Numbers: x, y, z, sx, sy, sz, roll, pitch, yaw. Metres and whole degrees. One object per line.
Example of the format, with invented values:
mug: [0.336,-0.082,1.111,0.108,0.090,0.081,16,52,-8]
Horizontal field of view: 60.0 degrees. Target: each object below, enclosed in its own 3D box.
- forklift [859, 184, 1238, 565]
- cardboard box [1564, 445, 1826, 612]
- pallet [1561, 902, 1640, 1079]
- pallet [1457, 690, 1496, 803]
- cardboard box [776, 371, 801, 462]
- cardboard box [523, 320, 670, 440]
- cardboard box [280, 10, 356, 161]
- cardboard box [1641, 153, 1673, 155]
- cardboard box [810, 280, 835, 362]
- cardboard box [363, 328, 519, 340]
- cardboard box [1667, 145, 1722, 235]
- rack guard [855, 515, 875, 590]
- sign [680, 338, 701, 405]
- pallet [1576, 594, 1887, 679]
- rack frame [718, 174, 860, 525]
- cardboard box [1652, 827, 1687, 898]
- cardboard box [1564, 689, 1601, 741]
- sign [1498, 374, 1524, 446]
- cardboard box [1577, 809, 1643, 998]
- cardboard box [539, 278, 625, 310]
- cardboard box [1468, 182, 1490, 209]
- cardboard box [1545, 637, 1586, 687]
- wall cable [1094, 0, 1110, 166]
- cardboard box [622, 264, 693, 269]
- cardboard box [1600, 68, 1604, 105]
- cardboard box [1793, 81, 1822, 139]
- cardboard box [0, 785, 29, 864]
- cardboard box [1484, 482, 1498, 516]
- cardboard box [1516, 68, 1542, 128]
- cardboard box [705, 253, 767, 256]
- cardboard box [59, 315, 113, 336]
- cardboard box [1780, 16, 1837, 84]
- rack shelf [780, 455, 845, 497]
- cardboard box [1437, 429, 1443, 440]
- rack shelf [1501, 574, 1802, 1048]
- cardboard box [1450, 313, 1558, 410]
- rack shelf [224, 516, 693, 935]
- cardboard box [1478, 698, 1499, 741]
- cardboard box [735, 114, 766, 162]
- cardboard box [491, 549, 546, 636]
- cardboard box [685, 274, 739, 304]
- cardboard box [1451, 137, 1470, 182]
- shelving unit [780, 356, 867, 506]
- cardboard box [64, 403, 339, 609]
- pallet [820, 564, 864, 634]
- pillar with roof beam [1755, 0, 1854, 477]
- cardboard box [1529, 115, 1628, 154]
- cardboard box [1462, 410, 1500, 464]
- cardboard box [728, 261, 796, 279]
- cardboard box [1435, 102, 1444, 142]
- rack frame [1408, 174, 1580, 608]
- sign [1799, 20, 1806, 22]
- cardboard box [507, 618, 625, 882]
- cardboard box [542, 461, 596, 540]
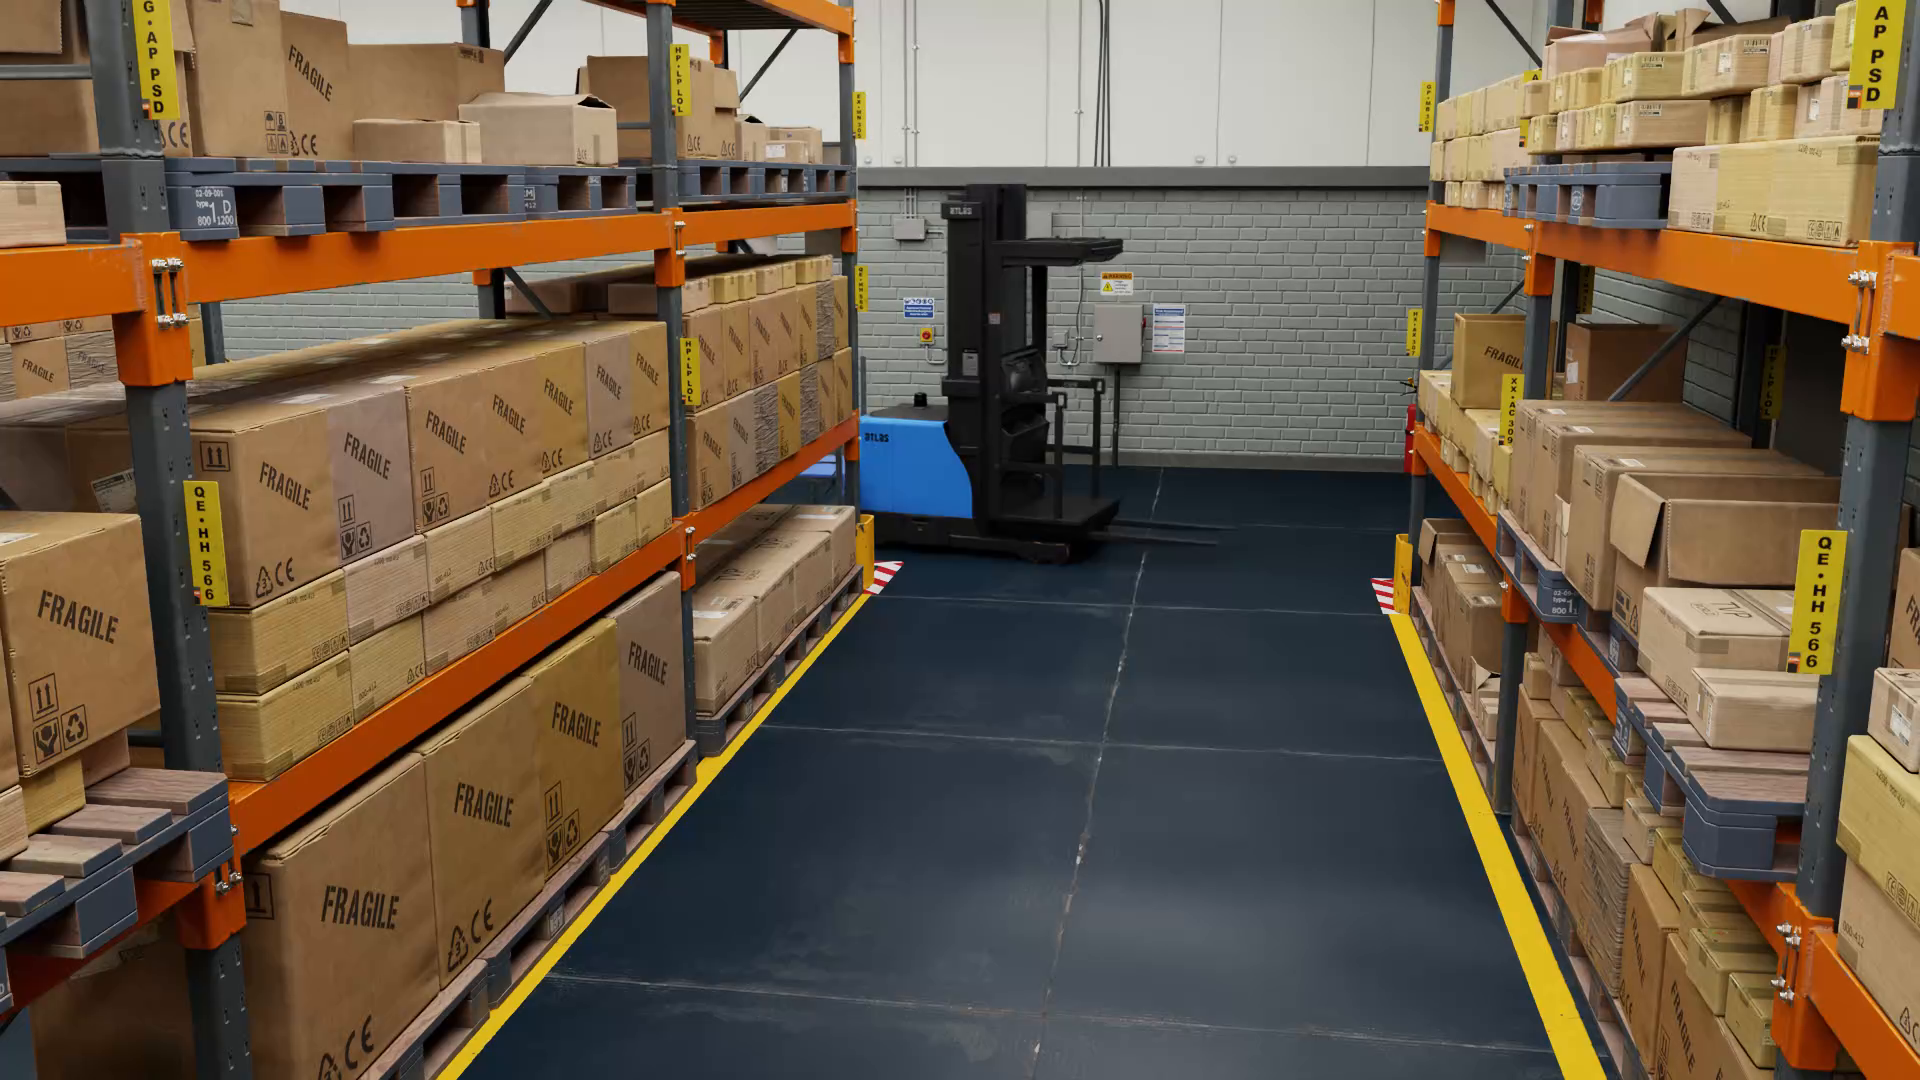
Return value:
forklift: [0.708,-1.365,13.371,3.031,2.935,1.130,5,13,21]
cardboard box: [2.550,-0.040,5.827,0.700,0.500,0.500,2,12,8]
pallet: [2.773,1.638,5.894,1.003,0.211,1.213,2,12,9]
pallet: [3.153,1.069,8.530,1.003,0.211,1.213,2,12,9]
cardboard box: [-1.285,-0.764,10.182,0.500,0.500,0.500,2,12,10]
cardboard box: [-1.680,-0.747,7.731,0.500,0.500,0.500,2,12,10]
cardboard box: [-2.490,-1.575,5.828,0.500,0.500,0.500,2,12,9]
cardboard box: [3.068,-1.683,6.926,0.380,0.149,0.250,2,12,8]
cardboard box: [-1.134,-1.463,11.053,0.500,0.500,0.500,2,12,9]
cardboard box: [-2.262,-0.659,7.323,0.500,0.500,0.500,2,12,8]
cardboard box: [2.423,-1.035,4.911,0.500,0.250,0.500,2,12,9]
rack guard: [-1.240,0.073,12.466,1.175,0.500,0.348,2,12,9]
sign: [-1.321,-0.823,8.130,0.100,0.325,0.005,2,12,9]
pallet: [2.725,0.371,5.609,1.003,0.211,1.213,2,12,9]
rack frame: [-1.244,-1.144,12.180,1.000,3.000,0.127,2,12,9]
cardboard box: [2.475,1.054,5.381,0.380,0.149,0.250,2,12,8]
cardboard box: [2.734,0.729,6.889,0.380,0.149,0.250,1,12,6]
sign: [2.509,-0.590,7.556,0.100,0.325,0.005,2,12,9]
cardboard box: [2.510,1.282,5.862,0.500,0.500,0.500,1,12,7]
cardboard box: [-1.978,-1.291,8.716,0.380,0.149,0.250,2,12,10]
cardboard box: [3.017,-1.900,9.167,0.380,0.149,0.250,2,12,10]
cardboard box: [2.735,0.525,7.128,0.380,0.149,0.250,1,12,6]
wall cable: [2.842,-5.165,16.510,2.988,3.039,0.133,2,12,9]
cardboard box: [-1.852,-1.612,10.203,0.380,0.149,0.250,2,12,7]
cardboard box: [2.520,-1.627,5.960,0.380,0.149,0.250,2,12,9]
cardboard box: [2.372,-1.095,4.244,0.380,0.149,0.250,2,12,10]
cardboard box: [-2.256,0.627,3.563,0.380,0.149,0.250,2,12,8]
cardboard box: [2.880,-0.212,8.455,0.380,0.149,0.250,2,12,10]
cardboard box: [2.886,-2.047,7.713,0.500,0.250,0.500,2,12,9]
cardboard box: [-1.572,-1.933,11.694,0.380,0.149,0.250,2,12,10]
cardboard box: [-6.124,-1.649,11.207,0.500,0.500,0.500,3,12,12]
cardboard box: [2.327,-1.241,4.215,0.380,0.149,0.250,1,12,7]
rack shelf: [-1.121,-0.550,13.840,0.538,0.185,1.000,2,12,8]
cardboard box: [3.346,-0.747,10.935,0.380,0.149,0.250,2,12,10]
rack shelf: [2.739,0.617,5.717,1.077,0.370,4.000,2,12,9]
cardboard box: [3.095,-1.024,9.496,0.500,0.500,0.500,2,12,10]
rack shelf: [-2.167,0.457,6.460,1.077,0.370,4.000,2,12,9]
cardboard box: [2.842,0.912,8.412,0.380,0.149,0.250,2,12,7]
cardboard box: [-1.523,-2.511,10.380,0.500,0.311,0.500,2,12,10]
cardboard box: [-1.930,0.182,6.385,0.500,0.250,0.500,2,12,9]
cardboard box: [-1.434,-1.381,9.132,0.380,0.149,0.250,2,12,8]
cardboard box: [3.174,-2.226,9.732,0.500,0.250,0.500,2,12,7]
shelving unit: [-1.121,-0.726,13.802,0.538,1.500,1.048,2,12,8]
cardboard box: [-2.157,-0.111,4.776,0.500,0.500,0.500,1,12,7]
pallet: [-1.290,0.389,11.689,1.003,0.211,1.213,2,12,9]
pillar with roof beam: [-0.210,-3.339,8.126,9.100,9.000,0.400,2,12,9]
cardboard box: [2.533,-1.647,6.756,0.380,0.149,0.250,2,12,9]
cardboard box: [3.036,-0.545,9.052,0.500,0.250,0.500,2,12,8]
cardboard box: [-1.263,-1.704,10.629,0.380,0.149,0.250,2,12,8]
cardboard box: [3.345,-2.682,10.662,0.500,0.250,0.500,2,12,8]
rack frame: [3.661,-0.984,11.437,1.000,3.000,0.127,2,12,9]
sign: [3.595,-2.045,7.081,0.100,0.325,0.005,2,12,9]
cardboard box: [-2.007,0.842,7.011,0.875,0.875,0.875,2,12,10]
cardboard box: [-1.830,-0.170,6.832,0.500,0.250,0.500,2,12,10]
